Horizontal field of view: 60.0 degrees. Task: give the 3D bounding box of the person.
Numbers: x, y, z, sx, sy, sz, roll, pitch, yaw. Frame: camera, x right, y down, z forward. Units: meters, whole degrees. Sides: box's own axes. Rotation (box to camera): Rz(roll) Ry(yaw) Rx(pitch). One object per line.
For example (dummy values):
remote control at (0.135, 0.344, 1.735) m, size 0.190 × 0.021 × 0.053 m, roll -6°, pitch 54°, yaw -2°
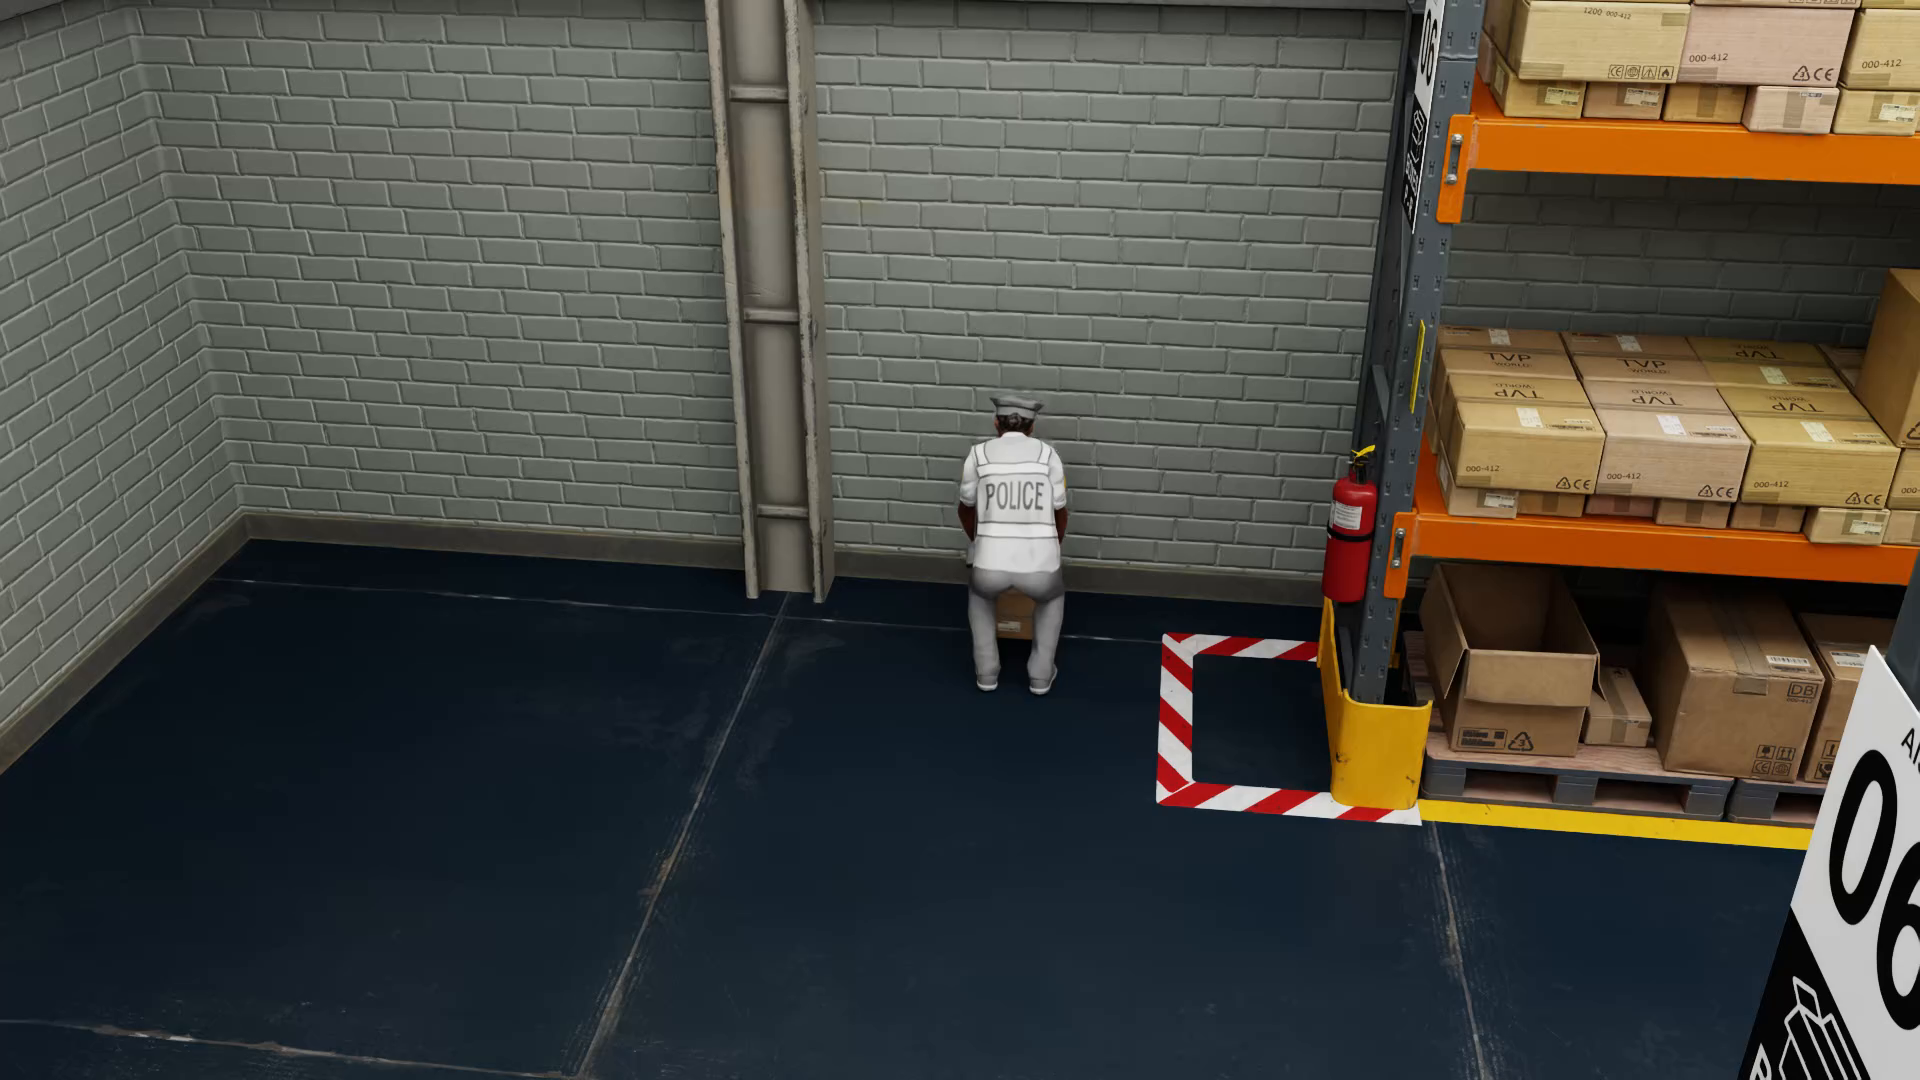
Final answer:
person at (0.226, 0.031, 7.453) m, size 0.499 × 1.303 × 0.756 m, roll 3°, pitch 29°, yaw 6°
